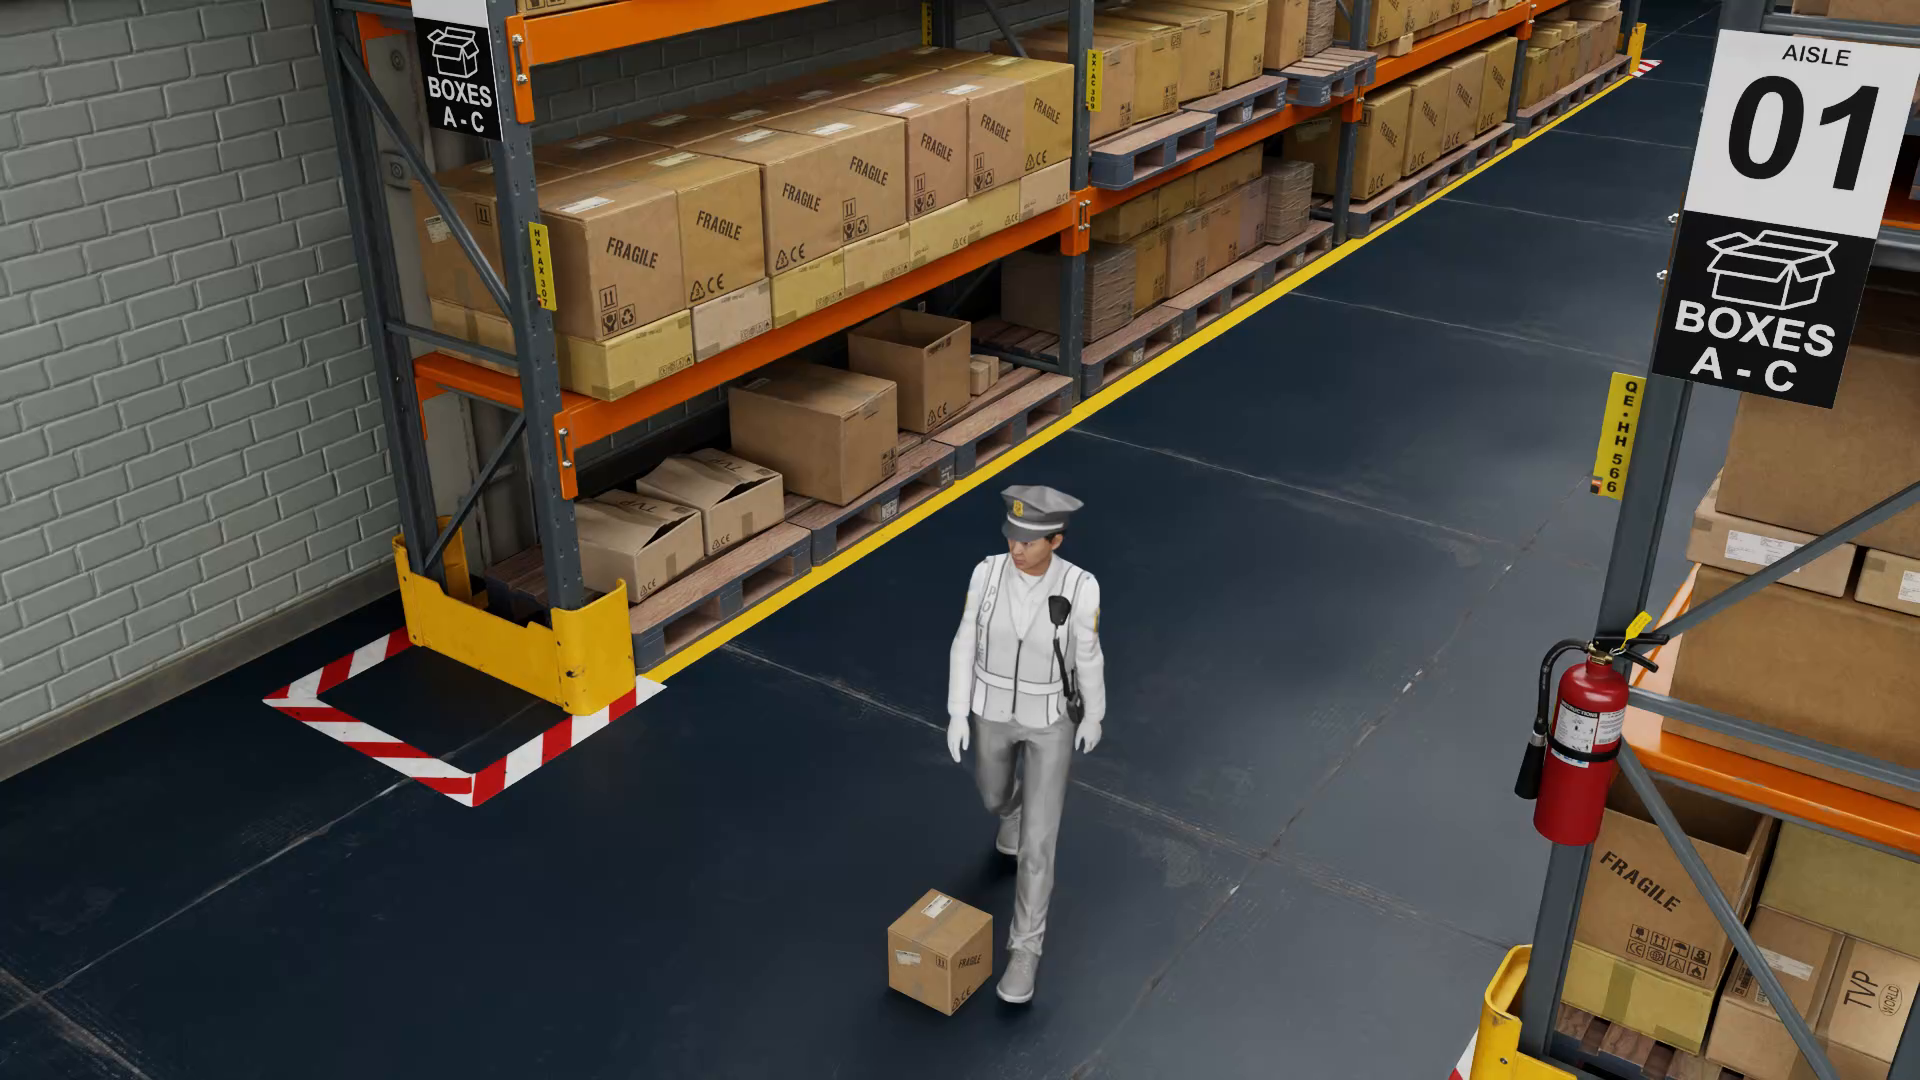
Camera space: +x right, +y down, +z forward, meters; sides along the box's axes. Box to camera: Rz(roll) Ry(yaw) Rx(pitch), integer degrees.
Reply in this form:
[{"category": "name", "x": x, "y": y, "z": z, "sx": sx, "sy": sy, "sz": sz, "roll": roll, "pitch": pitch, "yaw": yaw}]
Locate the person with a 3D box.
[{"category": "person", "x": 0.194, "y": 0.594, "z": 5.483, "sx": 0.512, "sy": 1.619, "sz": 0.988, "roll": 8, "pitch": 28, "yaw": 16}]
